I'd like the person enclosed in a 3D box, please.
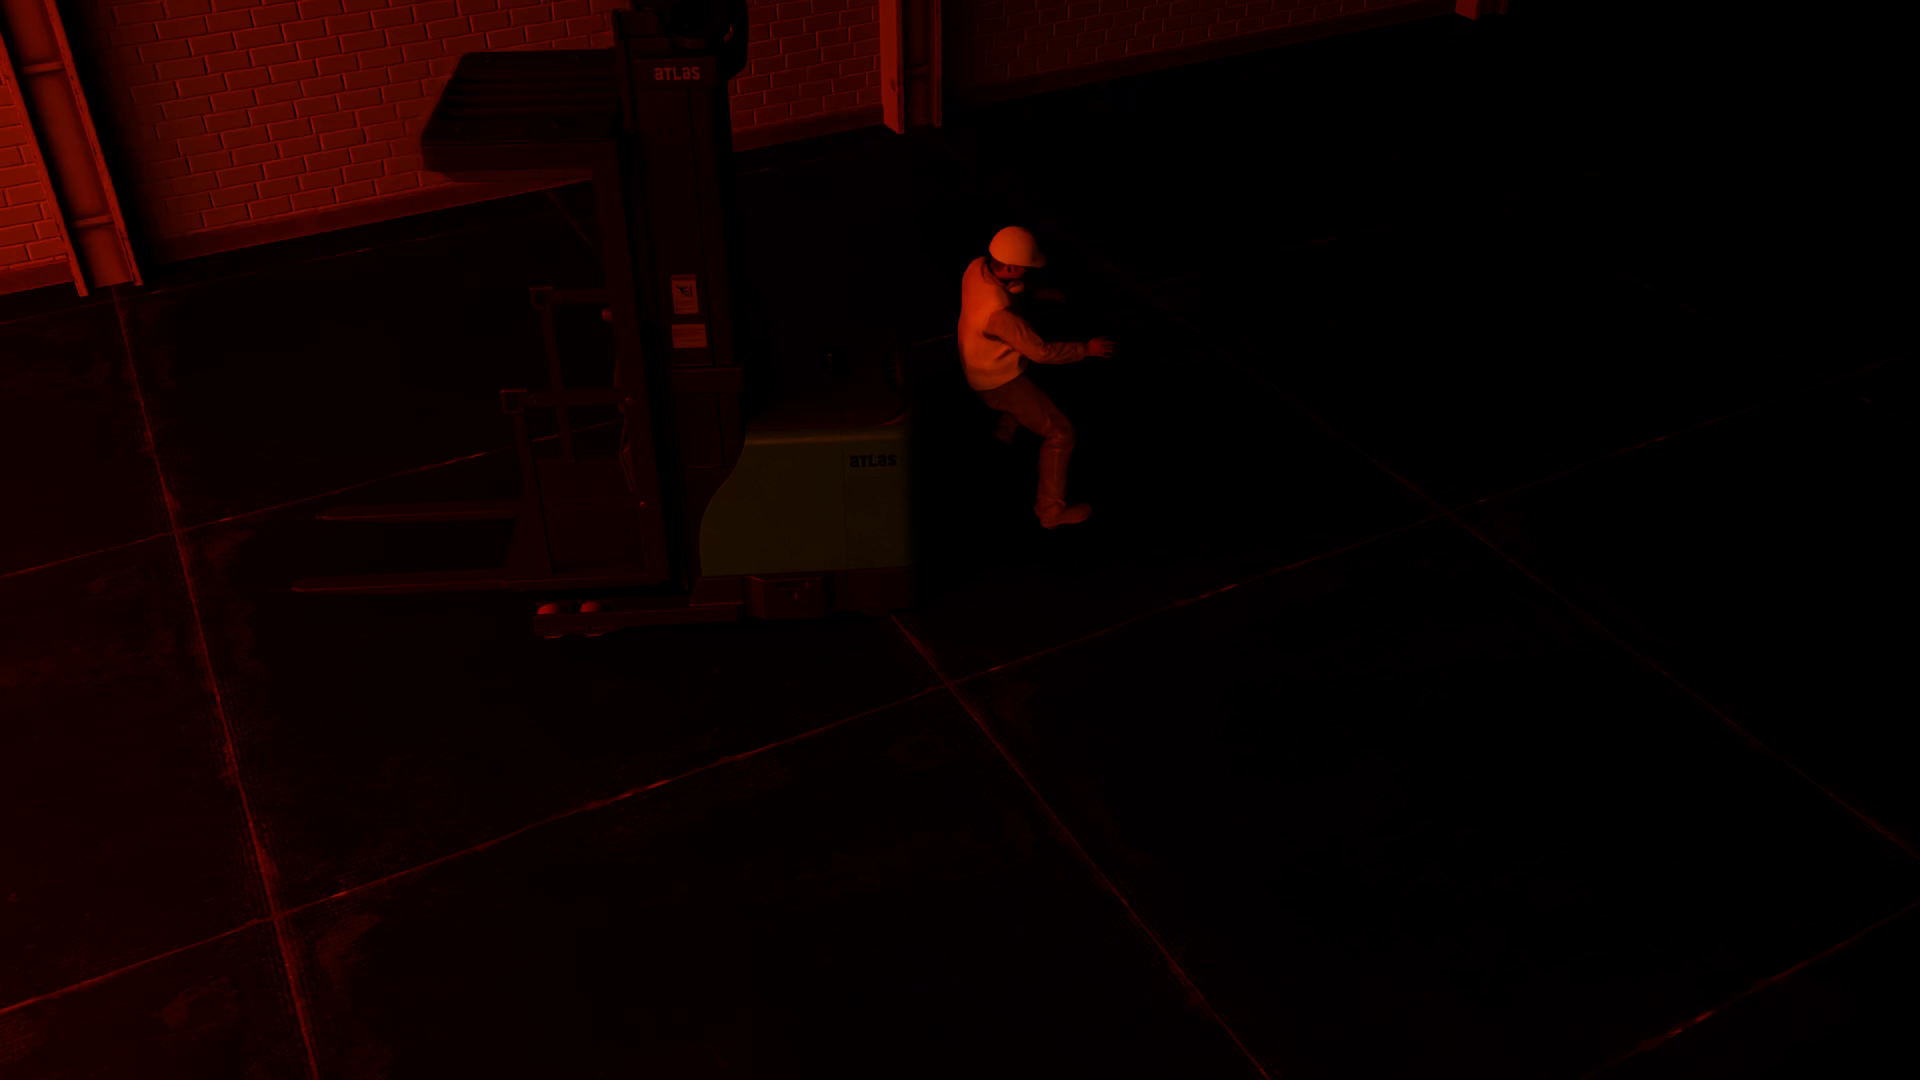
[{"bbox_3d":[0.389,-0.939,8.636,0.781,1.570,0.875,-5,36,-8],"label":"person"}]

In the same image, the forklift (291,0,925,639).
[{"bbox_3d":[-1.715,-1.042,7.597,3.031,2.935,1.130,-3,35,-4],"label":"forklift"}]
